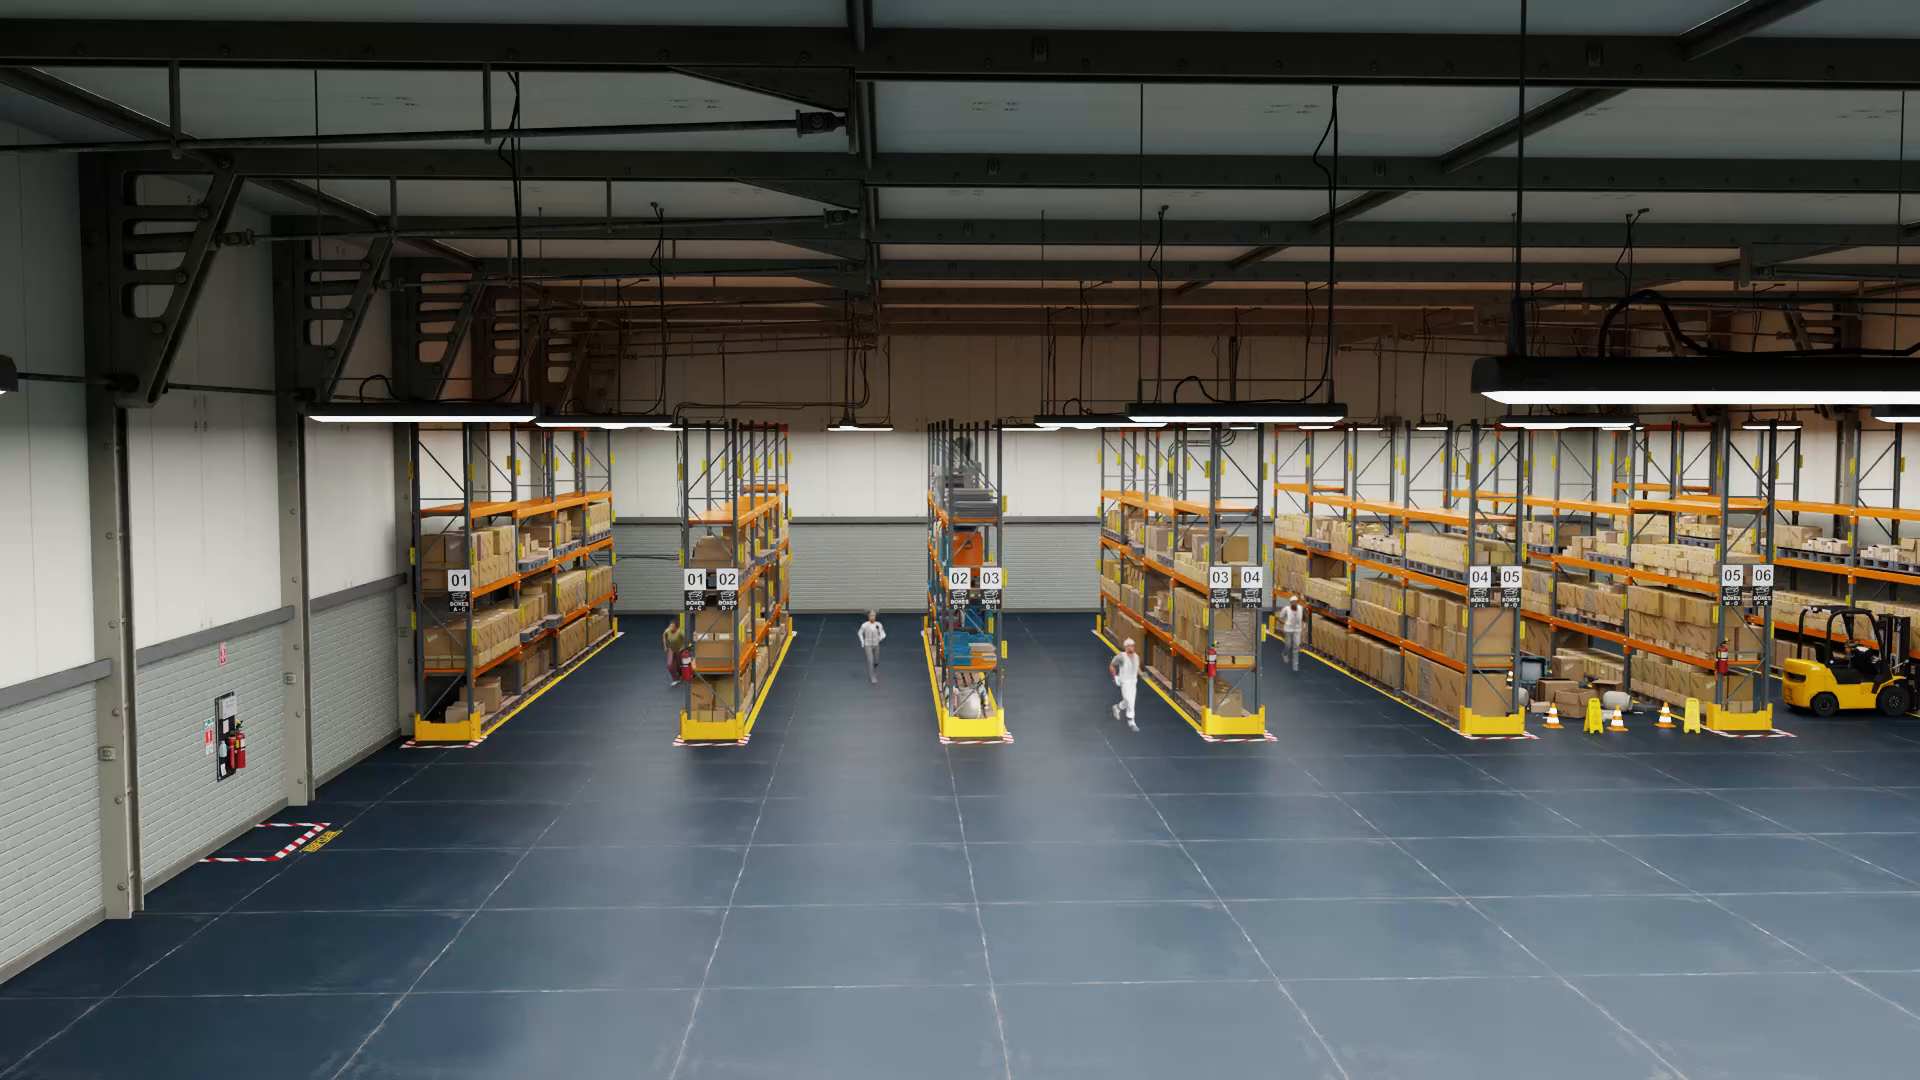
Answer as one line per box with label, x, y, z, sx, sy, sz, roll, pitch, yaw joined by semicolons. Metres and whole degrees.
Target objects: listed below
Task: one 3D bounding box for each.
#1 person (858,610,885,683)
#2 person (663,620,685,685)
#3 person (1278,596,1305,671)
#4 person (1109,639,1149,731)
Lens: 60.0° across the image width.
person;-2.028;2.432;38.329;0.616;1.664;0.699;-1;4;-11
person;-6.482;2.552;38.071;0.587;1.514;0.964;0;4;2
person;8.089;2.238;40.494;0.710;1.781;1.048;0;4;-5
person;3.197;2.780;32.277;0.637;1.765;0.908;-2;4;-33
